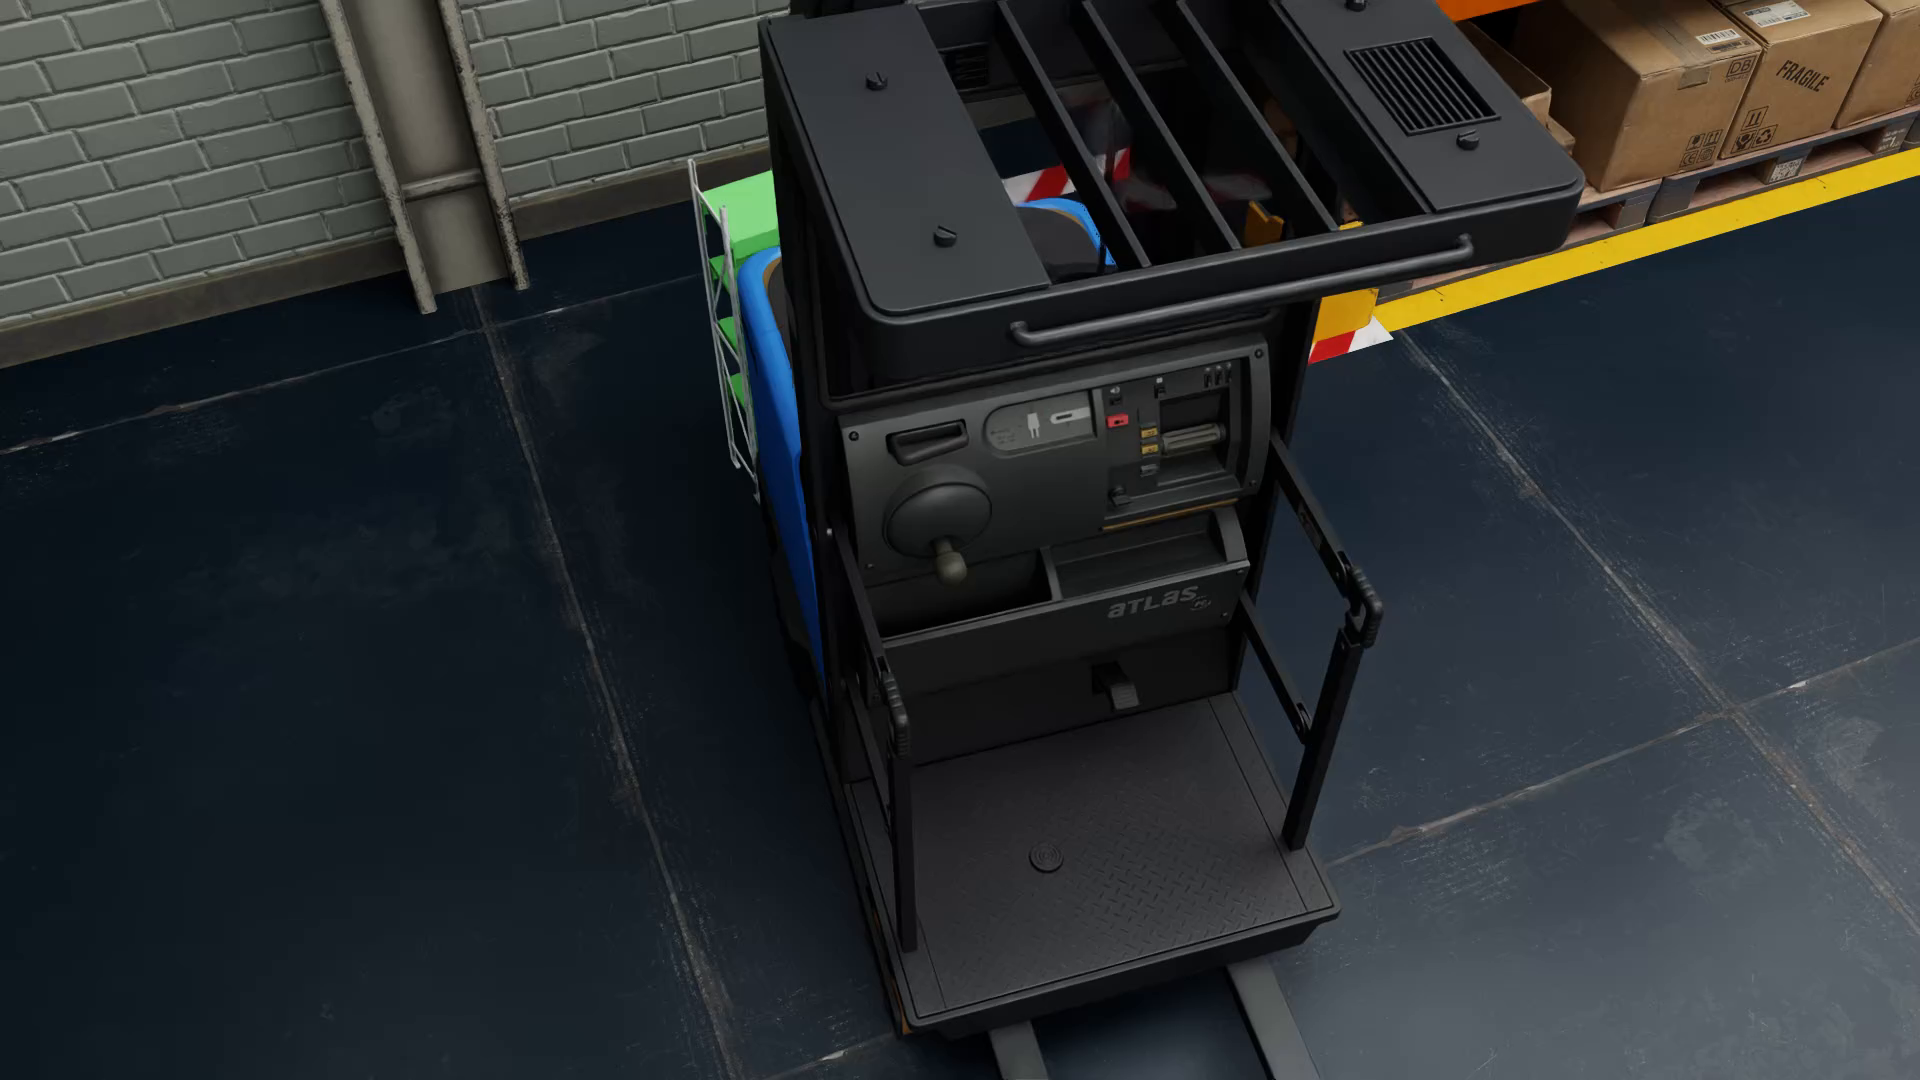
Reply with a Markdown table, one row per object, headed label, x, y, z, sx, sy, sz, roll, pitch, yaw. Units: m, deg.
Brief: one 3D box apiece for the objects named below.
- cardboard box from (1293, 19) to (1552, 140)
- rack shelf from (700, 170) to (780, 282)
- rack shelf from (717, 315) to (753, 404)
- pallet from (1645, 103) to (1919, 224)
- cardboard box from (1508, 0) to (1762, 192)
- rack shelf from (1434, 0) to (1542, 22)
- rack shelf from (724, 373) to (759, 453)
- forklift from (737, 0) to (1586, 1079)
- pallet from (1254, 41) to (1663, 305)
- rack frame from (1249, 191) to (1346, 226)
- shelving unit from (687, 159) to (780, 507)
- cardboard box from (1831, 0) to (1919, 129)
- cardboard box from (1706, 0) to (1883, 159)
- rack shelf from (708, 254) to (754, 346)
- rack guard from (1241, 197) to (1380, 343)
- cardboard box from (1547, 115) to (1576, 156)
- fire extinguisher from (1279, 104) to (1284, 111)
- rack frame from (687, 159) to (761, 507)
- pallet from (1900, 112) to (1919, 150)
| label | x | y | z | sx | sy | sz | roll | pitch | yaw |
| --- | --- | --- | --- | --- | --- | --- | --- | --- | --- |
| cardboard box | 1.639 | -1.520 | 5.947 | 0.637 | 0.503 | 0.797 | -19 | 52 | -16 |
| rack shelf | -0.472 | -0.932 | 4.709 | 0.480 | 0.148 | 0.258 | -22 | 54 | -18 |
| rack shelf | -0.474 | -0.624 | 5.077 | 0.480 | 0.148 | 0.258 | -22 | 54 | -18 |
| pallet | 2.973 | -1.777 | 6.637 | 1.213 | 0.211 | 1.003 | -17 | 52 | -14 |
| cardboard box | 2.445 | -1.737 | 6.135 | 0.500 | 0.500 | 0.700 | -15 | 51 | -13 |
| rack shelf | 2.889 | -2.427 | 5.831 | 4.000 | 0.370 | 1.077 | -17 | 52 | -14 |
| rack shelf | -0.476 | -0.469 | 5.260 | 0.480 | 0.148 | 0.258 | -22 | 54 | -18 |
| forklift | 0.276 | -0.062 | 3.371 | 1.130 | 2.935 | 3.031 | -12 | 50 | -10 |
| pallet | 1.845 | -1.430 | 6.339 | 1.213 | 0.211 | 1.003 | -17 | 52 | -14 |
| rack frame | 1.037 | -2.087 | 5.065 | 0.127 | 3.000 | 1.000 | -17 | 52 | -14 |
| shelving unit | -0.474 | -0.665 | 5.028 | 0.503 | 1.200 | 0.258 | -22 | 54 | -18 |
| cardboard box | 3.406 | -2.034 | 6.391 | 0.500 | 0.500 | 0.700 | -19 | 52 | -16 |
| cardboard box | 2.973 | -1.818 | 6.205 | 0.500 | 0.500 | 0.500 | -16 | 51 | -14 |
| rack shelf | -0.473 | -0.778 | 4.893 | 0.480 | 0.148 | 0.258 | -22 | 54 | -18 |
| rack guard | 1.108 | -1.295 | 6.032 | 0.348 | 0.500 | 1.175 | -17 | 52 | -14 |
| cardboard box | 2.047 | -1.499 | 6.162 | 0.250 | 0.149 | 0.380 | -19 | 52 | -16 |
| fire extinguisher | 1.076 | -1.574 | 4.921 | 0.183 | 0.674 | 0.296 | -17 | 52 | -14 |
| rack frame | -0.689 | -0.577 | 4.952 | 0.015 | 1.200 | 0.240 | -22 | 54 | -18 |
| pallet | 4.104 | -2.130 | 6.940 | 1.213 | 0.211 | 1.003 | -17 | 52 | -14 |
